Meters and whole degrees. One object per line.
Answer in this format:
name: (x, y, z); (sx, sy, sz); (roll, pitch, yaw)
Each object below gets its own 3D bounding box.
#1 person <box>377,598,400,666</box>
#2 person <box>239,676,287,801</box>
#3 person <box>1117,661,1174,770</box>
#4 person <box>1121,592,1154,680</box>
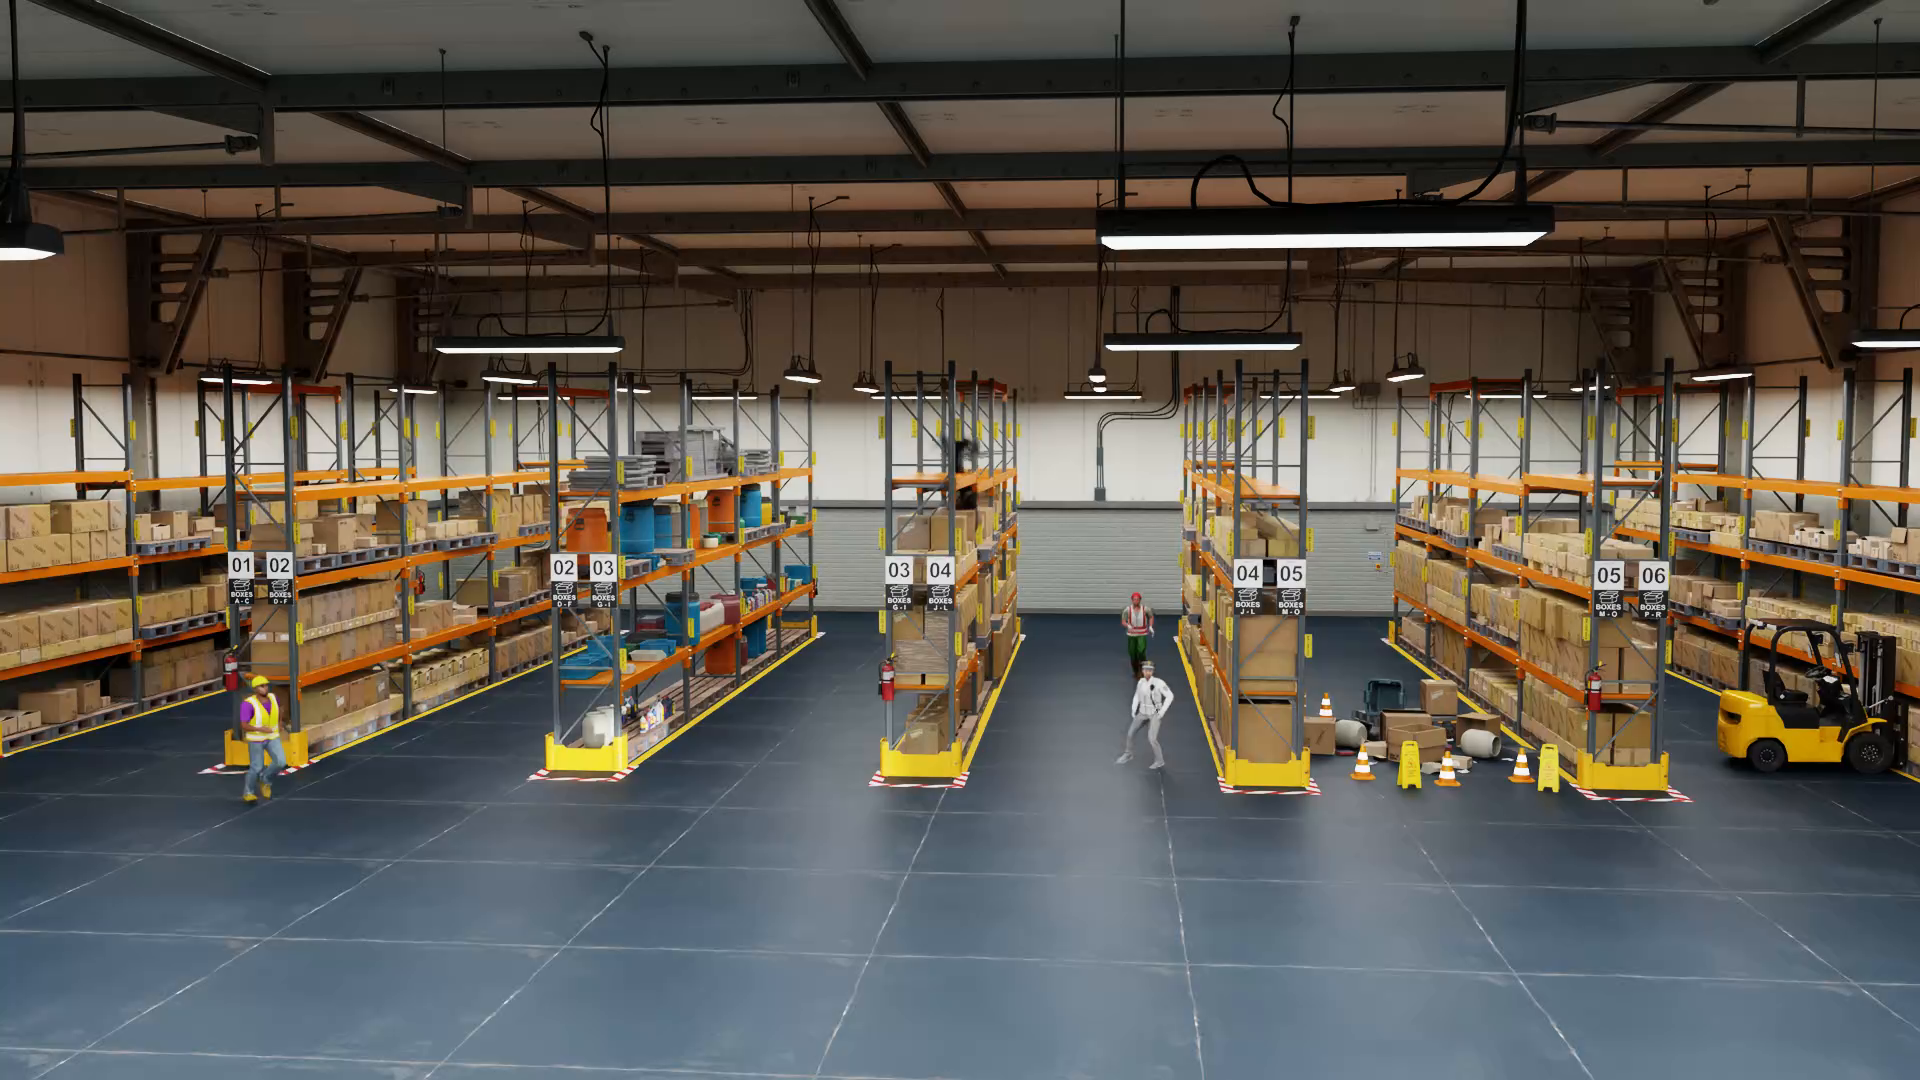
person: (-12.393, 1.764, 35.660); (0.609, 1.827, 0.868); (0, 4, 3)
person: (-9.306, 2.658, 22.263); (0.796, 1.711, 0.706); (3, 5, 41)
person: (2.732, 2.587, 24.766); (0.895, 1.619, 0.448); (4, 5, 44)
person: (3.552, 1.922, 33.269); (0.649, 1.766, 0.773); (1, 4, 10)
